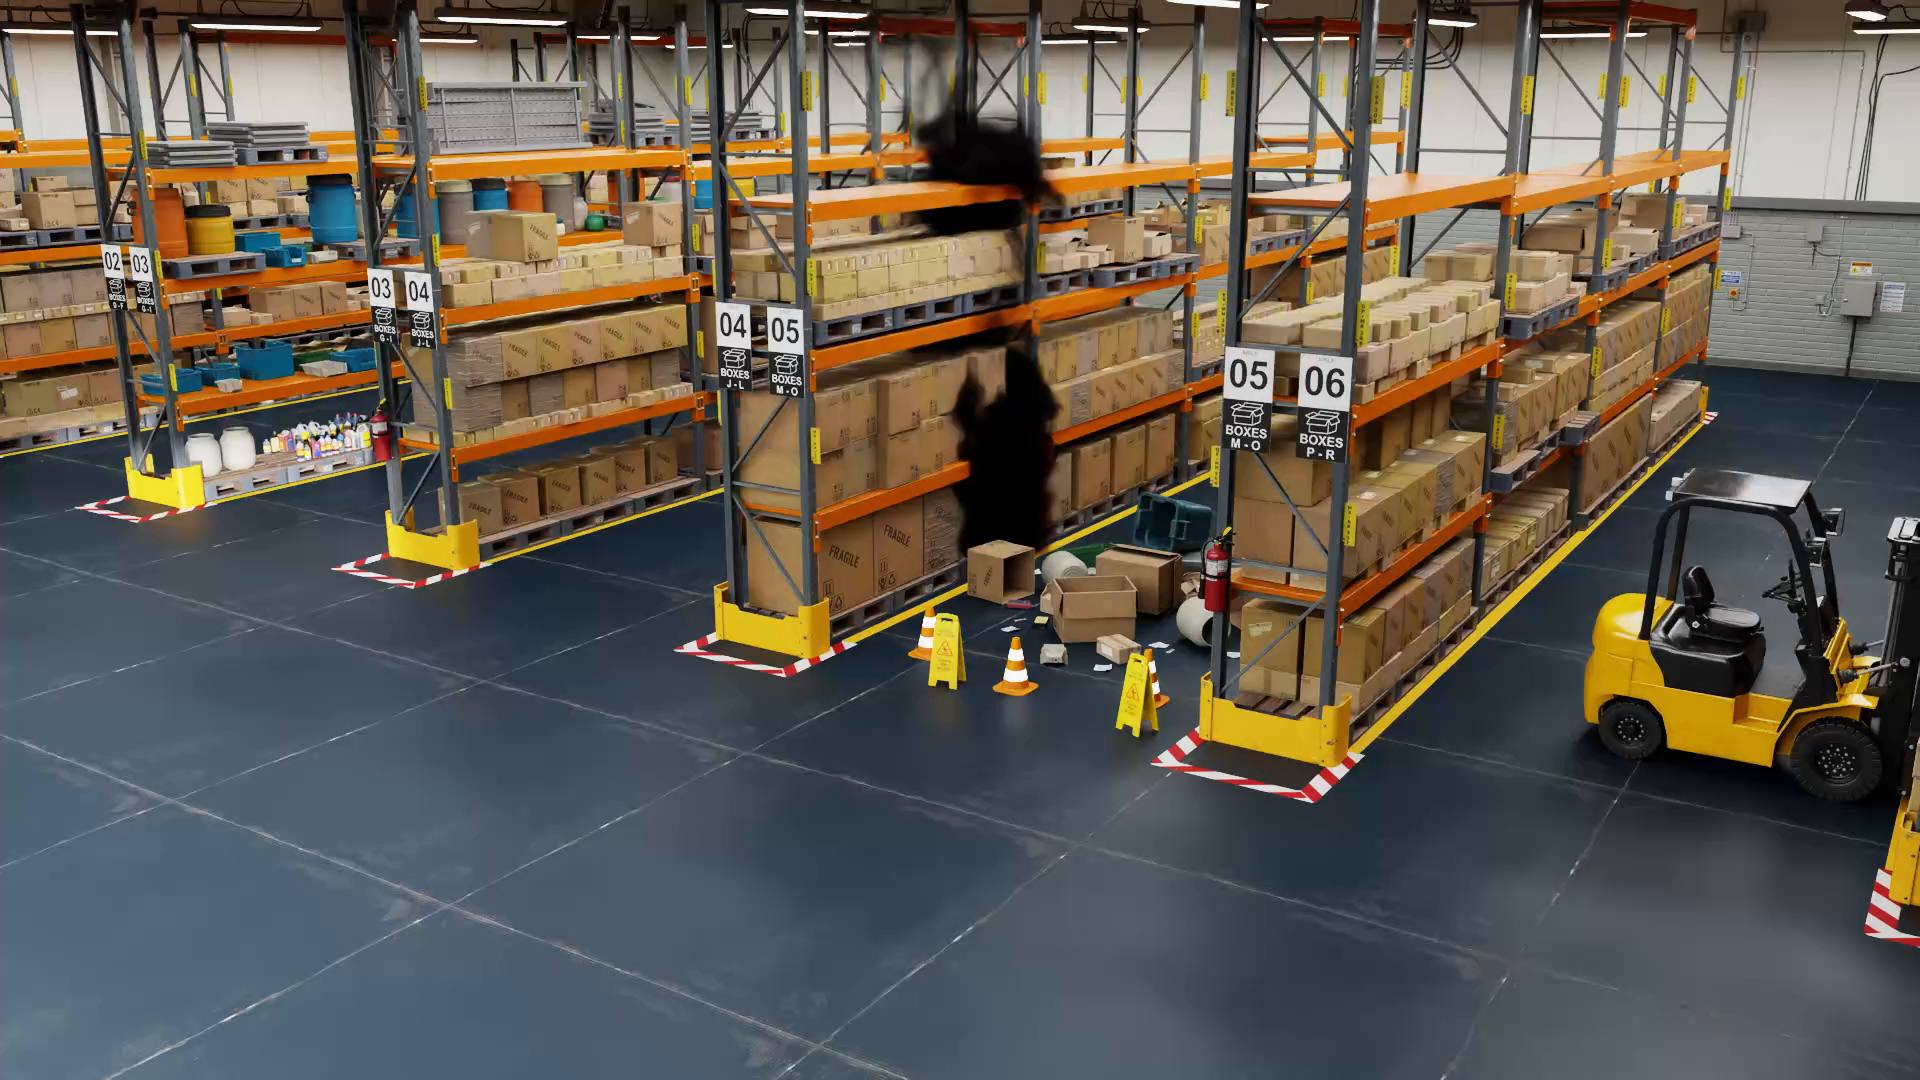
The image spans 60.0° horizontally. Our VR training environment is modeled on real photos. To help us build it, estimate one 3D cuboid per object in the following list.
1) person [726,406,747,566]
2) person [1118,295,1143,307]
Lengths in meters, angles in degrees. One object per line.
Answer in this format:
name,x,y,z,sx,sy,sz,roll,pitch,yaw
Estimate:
person,-2.190,-0.680,17.378,0.684,1.907,0.826,8,17,26
person,2.830,-3.424,28.242,0.657,1.747,0.608,10,18,31
